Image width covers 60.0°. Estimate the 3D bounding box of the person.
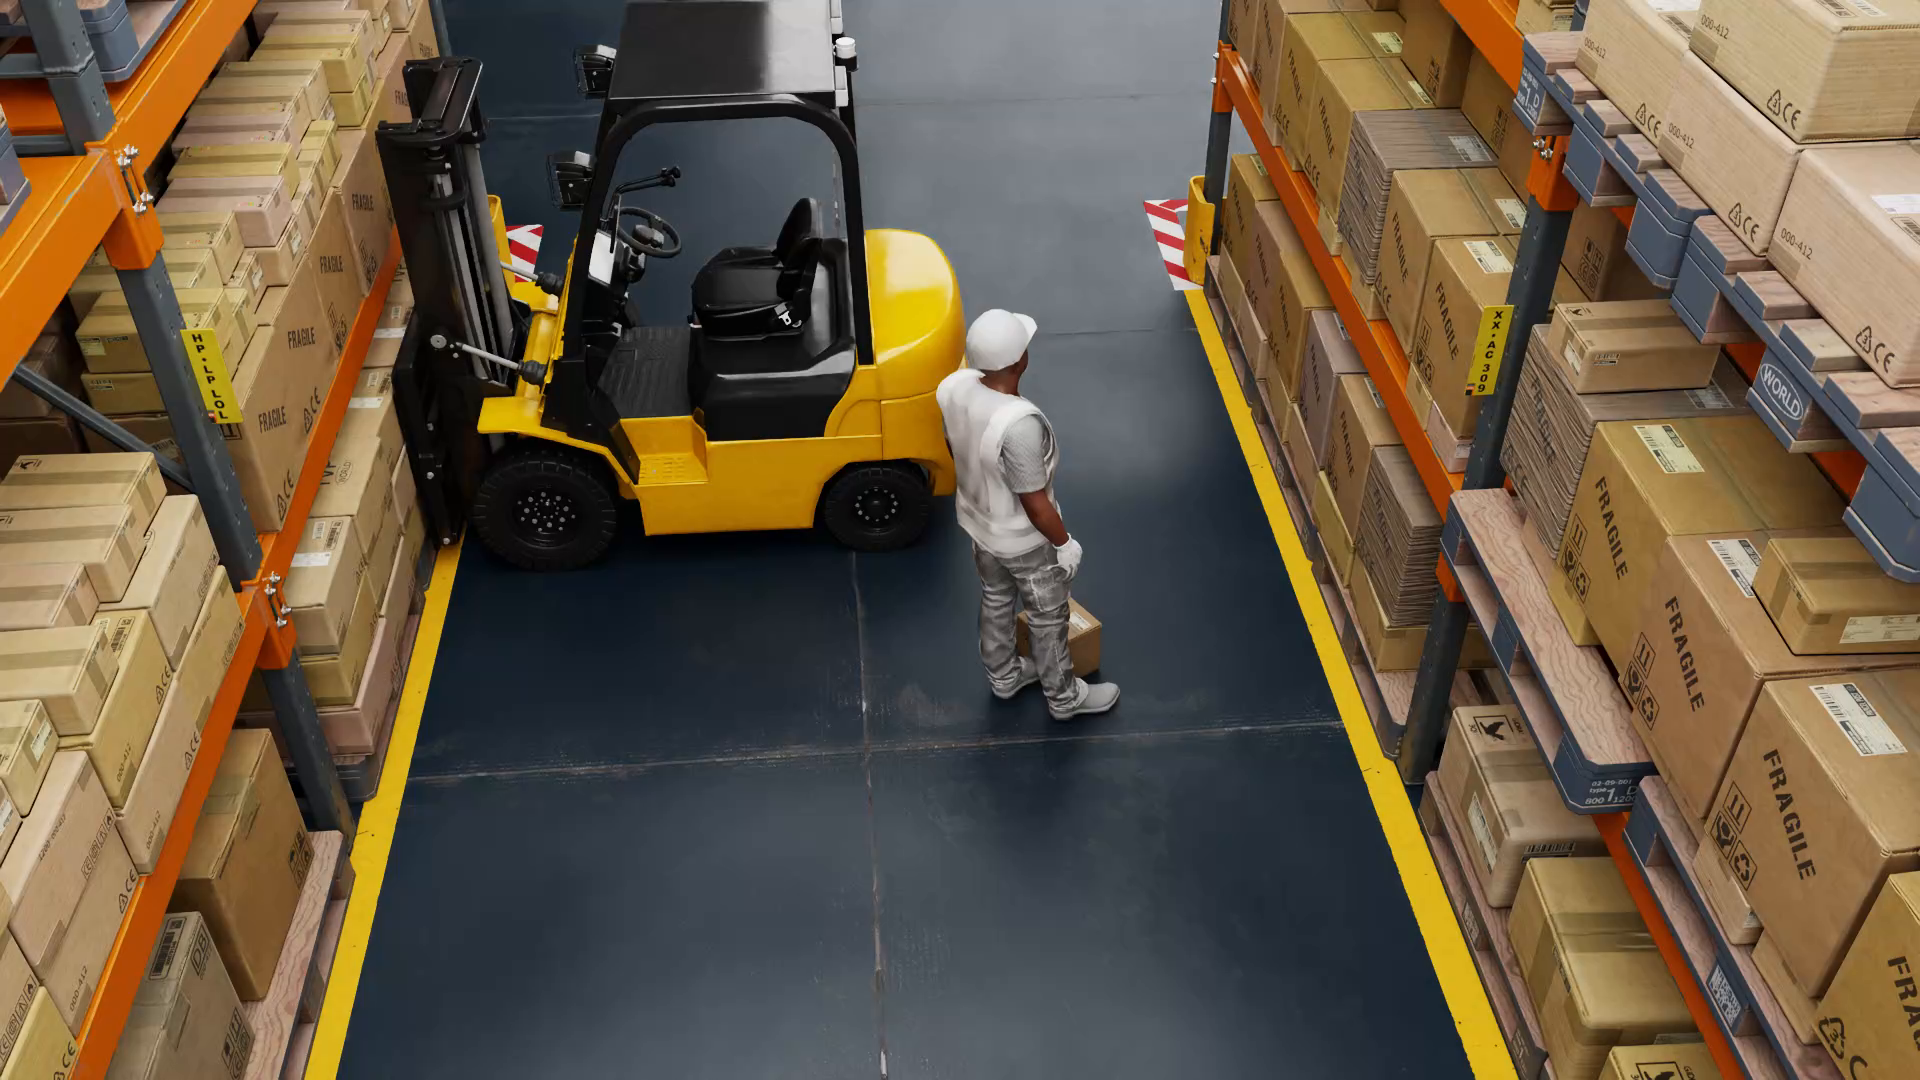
[{"bbox_3d":[0.258,-0.099,6.246,0.575,1.785,0.657,-23,44,-26],"label":"person"}]
